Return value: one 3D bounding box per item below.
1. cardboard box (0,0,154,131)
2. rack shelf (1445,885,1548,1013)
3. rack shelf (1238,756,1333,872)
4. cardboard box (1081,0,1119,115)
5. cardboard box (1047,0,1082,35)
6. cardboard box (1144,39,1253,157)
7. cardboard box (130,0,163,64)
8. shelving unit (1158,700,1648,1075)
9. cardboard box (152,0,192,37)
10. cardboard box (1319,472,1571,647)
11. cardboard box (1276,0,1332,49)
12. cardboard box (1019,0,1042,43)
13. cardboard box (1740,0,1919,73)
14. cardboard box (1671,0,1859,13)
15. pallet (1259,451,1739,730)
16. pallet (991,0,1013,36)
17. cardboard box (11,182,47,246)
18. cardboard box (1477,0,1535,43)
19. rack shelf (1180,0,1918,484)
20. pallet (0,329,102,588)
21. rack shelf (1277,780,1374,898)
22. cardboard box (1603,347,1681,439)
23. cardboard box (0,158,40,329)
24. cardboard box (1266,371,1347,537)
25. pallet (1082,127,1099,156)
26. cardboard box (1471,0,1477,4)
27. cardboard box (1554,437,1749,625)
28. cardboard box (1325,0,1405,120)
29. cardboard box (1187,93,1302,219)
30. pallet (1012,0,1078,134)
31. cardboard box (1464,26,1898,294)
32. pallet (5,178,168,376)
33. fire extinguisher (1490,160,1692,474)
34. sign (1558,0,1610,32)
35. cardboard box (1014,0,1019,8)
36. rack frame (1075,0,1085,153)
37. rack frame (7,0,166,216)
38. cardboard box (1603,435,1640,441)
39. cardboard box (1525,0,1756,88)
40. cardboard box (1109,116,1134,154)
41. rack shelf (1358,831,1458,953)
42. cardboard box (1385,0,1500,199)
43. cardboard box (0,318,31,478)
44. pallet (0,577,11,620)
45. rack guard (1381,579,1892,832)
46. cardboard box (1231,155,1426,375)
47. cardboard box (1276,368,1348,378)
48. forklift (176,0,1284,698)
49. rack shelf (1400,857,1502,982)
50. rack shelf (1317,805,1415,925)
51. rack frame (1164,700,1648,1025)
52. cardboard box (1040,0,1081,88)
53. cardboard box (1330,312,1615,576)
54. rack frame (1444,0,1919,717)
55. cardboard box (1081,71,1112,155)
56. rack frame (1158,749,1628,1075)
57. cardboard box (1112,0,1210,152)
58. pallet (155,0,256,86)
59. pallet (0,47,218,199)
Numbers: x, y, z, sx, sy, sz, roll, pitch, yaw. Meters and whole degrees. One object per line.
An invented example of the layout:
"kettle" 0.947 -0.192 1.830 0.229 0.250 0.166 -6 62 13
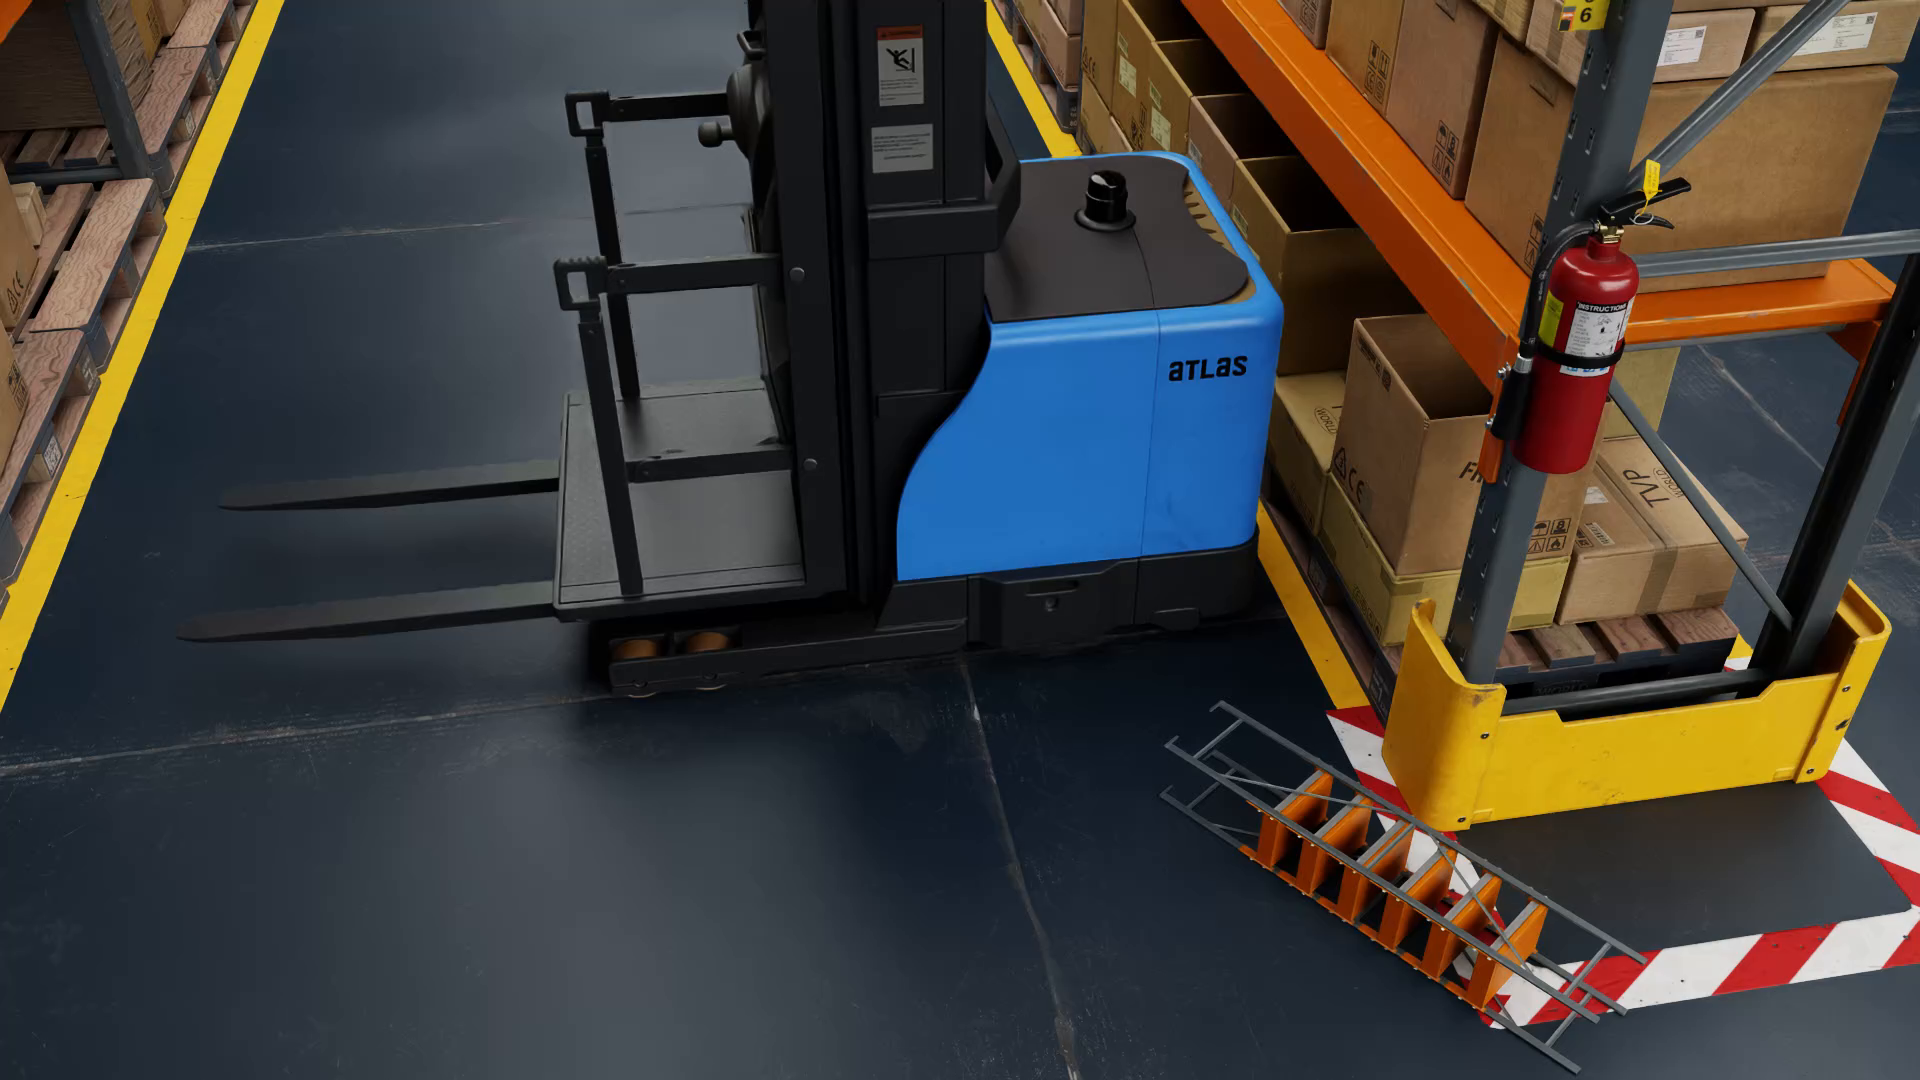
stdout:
"cardboard box" -3.991 -2.118 7.211 0.700 0.500 0.500 -5 38 -6
"rack shelf" 1.257 0.944 3.877 0.103 0.180 0.258 31 48 34
"rack shelf" 0.831 0.685 4.210 0.103 0.180 0.258 31 48 34
"cardboard box" 0.804 -2.086 6.778 0.500 0.500 0.500 -6 38 -8
"cardboard box" 0.678 -2.539 7.515 0.500 0.311 0.500 -6 38 -8
"cardboard box" 0.979 -1.482 6.001 0.500 0.500 0.500 -6 38 -8
"cardboard box" -4.131 -2.425 7.605 0.700 0.500 0.500 -7 38 -9
"shelving unit" 1.033 0.808 4.052 1.200 0.189 0.258 31 48 34
"cardboard box" -4.181 -2.738 8.008 0.700 0.500 0.500 -6 38 -7
"cardboard box" 1.347 0.020 4.678 0.500 0.250 0.500 -6 38 -8
"cardboard box" 1.389 -1.866 5.125 0.700 0.500 0.500 -5 38 -7
"cardboard box" 0.586 -2.629 8.088 0.500 0.250 0.500 -7 38 -9
"cardboard box" 1.875 -1.164 3.693 0.380 0.149 0.250 -6 38 -8
"cardboard box" 1.653 -1.475 3.565 0.700 0.500 0.500 -6 38 -8
"pallet" 1.557 0.036 5.032 1.003 0.211 1.213 -6 38 -8
"pallet" 0.646 -3.102 9.071 1.003 0.211 1.213 -6 38 -8
"cardboard box" -3.722 -1.224 6.331 0.380 0.166 0.250 -11 39 -14
"cardboard box" 1.430 -1.272 3.832 0.380 0.149 0.250 -5 38 -7
"rack shelf" 1.381 -1.532 5.363 1.077 0.370 4.000 -6 38 -8
"pallet" -3.476 -0.247 5.396 1.003 0.211 1.213 -6 38 -8
"rack shelf" 0.916 0.737 4.144 0.103 0.180 0.258 31 48 34
"cardboard box" 1.767 -0.634 4.908 0.500 0.500 0.500 -6 38 -8
"cardboard box" -3.624 -1.053 5.839 0.500 0.500 0.500 -9 39 -11
"cardboard box" 1.248 -0.281 5.065 0.500 0.250 0.500 -6 38 -8
"pallet" 1.129 -1.438 6.929 1.003 0.211 1.213 -6 38 -8
"cardboard box" 1.385 -1.426 4.031 0.380 0.149 0.250 -7 38 -9
"cardboard box" 1.857 -0.036 4.750 0.500 0.250 0.500 -6 38 -8
"cardboard box" 1.485 -1.548 4.716 0.700 0.500 0.500 -6 38 -8
"cardboard box" 1.069 -1.181 5.612 0.500 0.500 0.500 -6 38 -8
"pallet" 0.863 -2.364 8.120 1.003 0.211 1.213 -6 38 -8
"cardboard box" 1.663 -0.931 3.922 0.700 0.500 0.500 -6 38 -8
"pallet" -3.693 -0.986 6.347 1.003 0.211 1.213 -6 38 -8
"fire extinguisher" 1.295 -0.456 3.455 0.296 0.674 0.183 -6 38 -8
"sign" 1.195 -1.109 3.095 0.100 0.325 0.005 -6 38 -8
"cardboard box" 0.496 -2.938 8.486 0.500 0.250 0.500 -5 38 -7
"rack frame" 1.031 -3.024 6.697 1.000 3.000 0.127 -6 38 -8
"rack frame" -3.846 -2.489 6.009 1.000 3.000 0.127 -6 38 -8
"cardboard box" 1.766 -0.337 5.138 0.500 0.250 0.500 -6 38 -8
"cardboard box" 1.477 -1.114 3.629 0.380 0.149 0.250 -7 38 -9
"cardboard box" 0.896 -1.489 6.620 0.500 0.250 0.500 -6 38 -8
"rack shelf" 1.086 0.840 4.010 0.103 0.180 0.258 31 48 34
"cardboard box" 1.566 -1.247 4.329 0.700 0.500 0.500 -5 38 -7
"cardboard box" -3.356 -0.480 5.102 0.700 0.500 0.500 -9 39 -11
"pallet" -3.265 0.488 4.450 1.003 0.211 1.213 -6 38 -8
"rack guard" 1.736 0.394 4.336 1.175 0.500 0.348 -6 38 -8
"cardboard box" 1.155 -0.878 5.223 0.500 0.500 0.500 -6 38 -8
"cardboard box" 1.158 -0.583 5.454 0.500 0.250 0.500 -6 38 -8
"forklift" -0.702 -1.063 4.229 3.031 2.935 1.130 -6 38 -7
"rack shelf" 1.172 0.892 3.944 0.103 0.180 0.258 31 48 34
"rack shelf" 1.001 0.789 4.077 0.103 0.180 0.258 31 48 34
"rack frame" 1.033 0.735 3.996 1.200 0.006 0.240 31 48 34
"cardboard box" 0.673 -2.323 7.694 0.500 0.250 0.500 -7 38 -8
"cardboard box" 1.345 -0.276 4.448 0.500 0.500 0.500 -6 38 -8
"rack frame" 1.732 -0.608 3.588 1.000 3.000 0.127 -6 38 -8
"cardboard box" 0.814 -1.791 7.010 0.500 0.250 0.500 -6 38 -8
"rack frame" 1.033 0.880 4.108 1.200 0.006 0.240 31 48 34
"cardboard box" 0.899 -1.785 6.391 0.500 0.500 0.500 -6 38 -8
"pallet" -4.201 -2.596 8.420 1.003 0.211 1.213 -6 38 -8
"pallet" -3.983 -1.858 7.469 1.003 0.211 1.213 -6 38 -8
